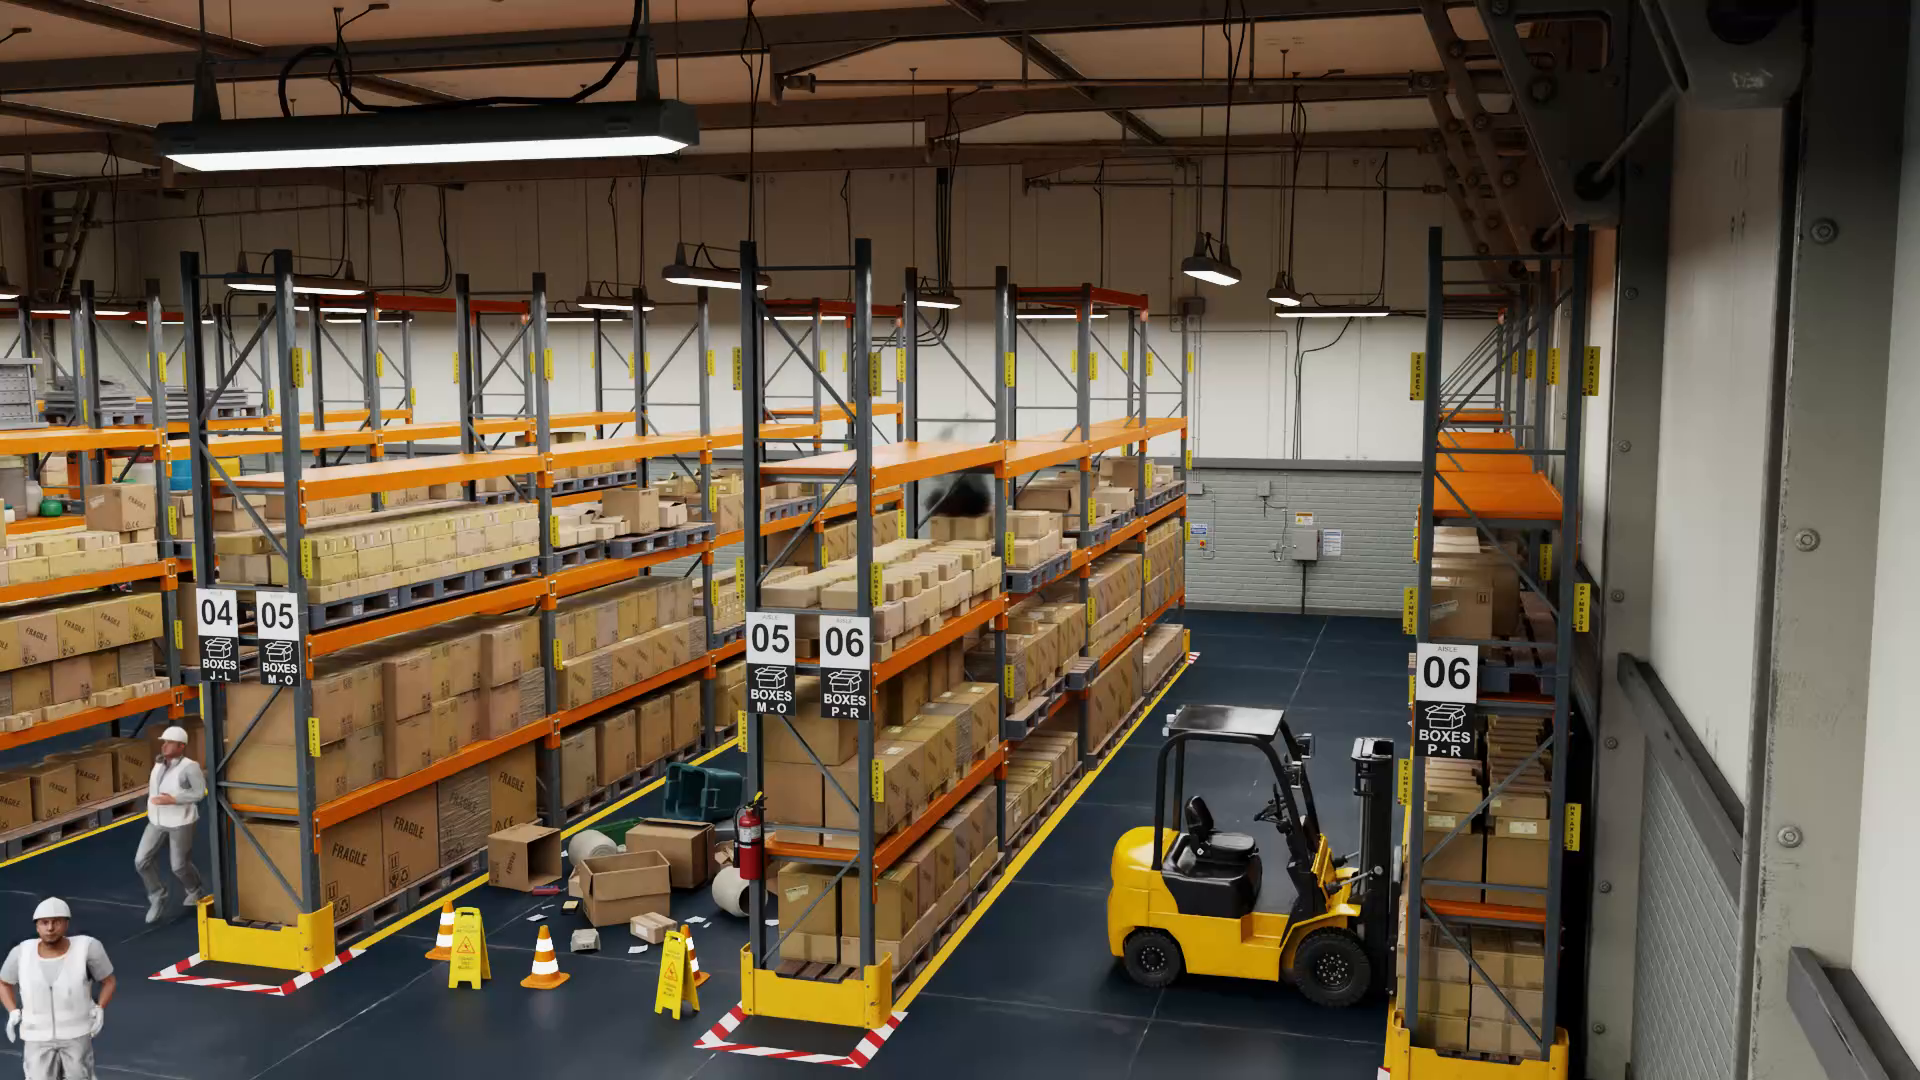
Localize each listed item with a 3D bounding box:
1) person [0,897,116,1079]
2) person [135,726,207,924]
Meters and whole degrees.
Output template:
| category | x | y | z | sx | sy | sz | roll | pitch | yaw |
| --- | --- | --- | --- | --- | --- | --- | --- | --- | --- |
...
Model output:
| category | x | y | z | sx | sy | sz | roll | pitch | yaw |
| --- | --- | --- | --- | --- | --- | --- | --- | --- | --- |
| person | -5.734 | 3.128 | 10.577 | 0.680 | 1.762 | 0.803 | -3 | 7 | -21 |
| person | -7.206 | 2.594 | 15.247 | 0.709 | 1.788 | 0.696 | 2 | 7 | 16 |
